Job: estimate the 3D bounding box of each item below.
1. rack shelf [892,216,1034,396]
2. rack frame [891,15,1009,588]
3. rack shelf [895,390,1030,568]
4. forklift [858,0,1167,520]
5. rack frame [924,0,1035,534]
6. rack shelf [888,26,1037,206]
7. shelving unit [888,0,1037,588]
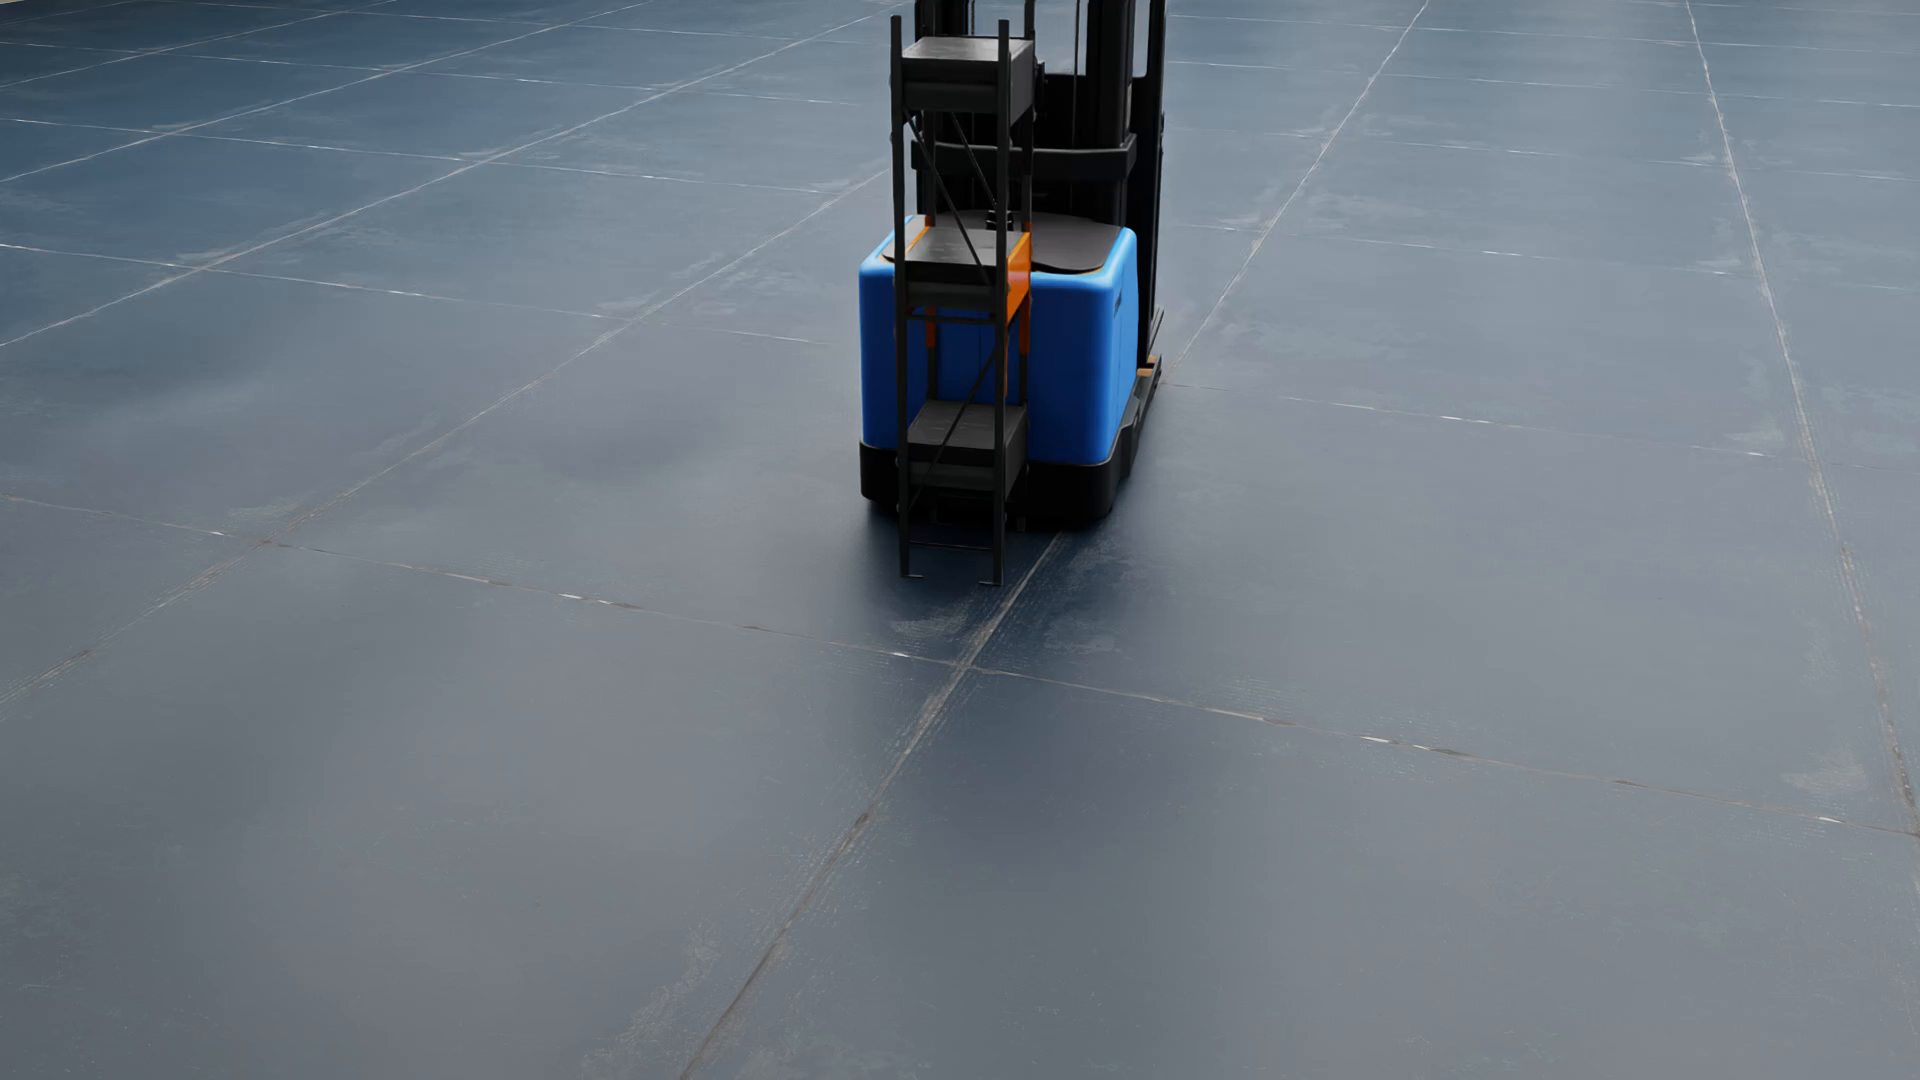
[{"bbox_3d":[0.017,-0.876,6.180,0.431,0.518,0.480,5,26,11],"label":"rack shelf"},{"bbox_3d":[-0.034,-0.784,5.959,0.400,2.100,0.015,5,26,11],"label":"rack frame"},{"bbox_3d":[0.017,-0.245,6.485,0.431,0.518,0.480,5,26,11],"label":"rack shelf"},{"bbox_3d":[0.396,-2.020,7.558,1.130,2.935,3.031,5,26,11],"label":"forklift"},{"bbox_3d":[0.069,-0.992,6.389,0.400,2.100,0.015,5,26,11],"label":"rack frame"},{"bbox_3d":[0.017,-1.506,5.875,0.431,0.518,0.480,5,26,11],"label":"rack shelf"},{"bbox_3d":[0.017,-0.888,6.174,0.431,2.100,0.503,5,26,11],"label":"shelving unit"}]
